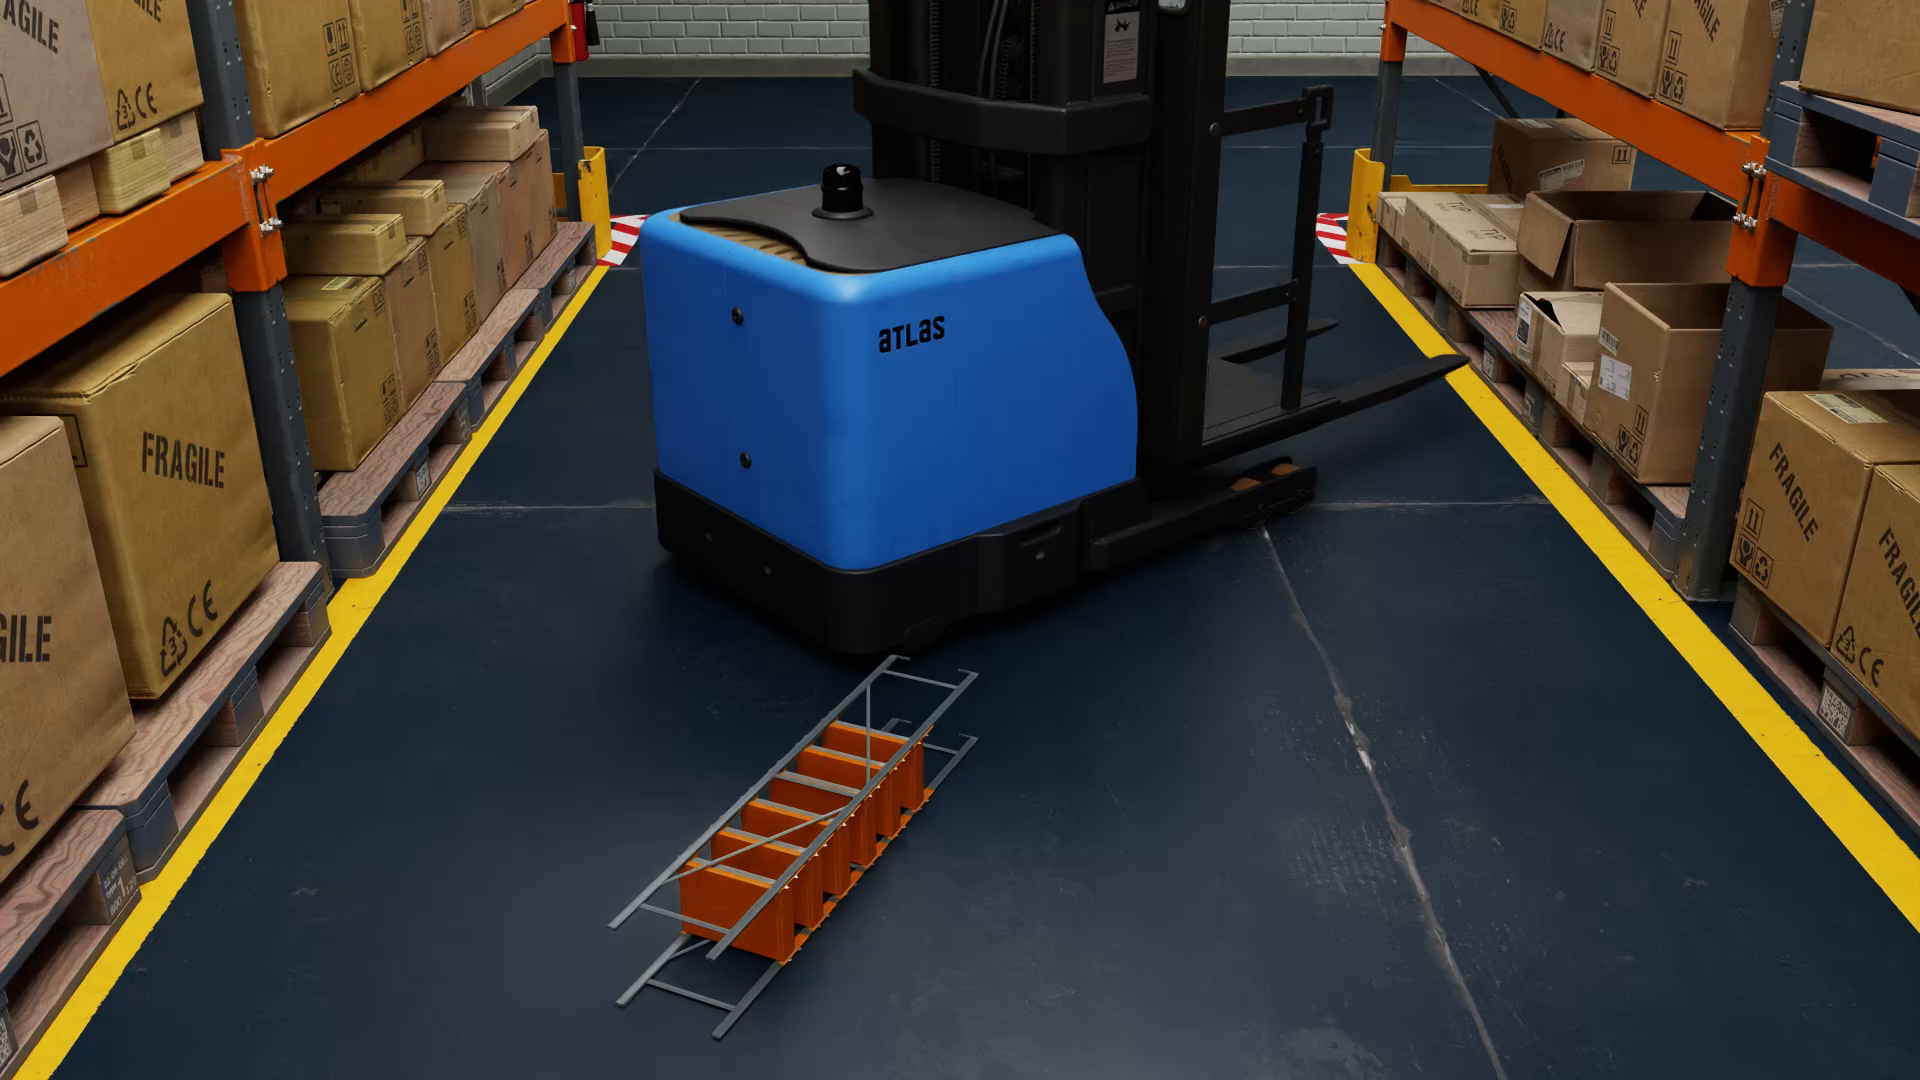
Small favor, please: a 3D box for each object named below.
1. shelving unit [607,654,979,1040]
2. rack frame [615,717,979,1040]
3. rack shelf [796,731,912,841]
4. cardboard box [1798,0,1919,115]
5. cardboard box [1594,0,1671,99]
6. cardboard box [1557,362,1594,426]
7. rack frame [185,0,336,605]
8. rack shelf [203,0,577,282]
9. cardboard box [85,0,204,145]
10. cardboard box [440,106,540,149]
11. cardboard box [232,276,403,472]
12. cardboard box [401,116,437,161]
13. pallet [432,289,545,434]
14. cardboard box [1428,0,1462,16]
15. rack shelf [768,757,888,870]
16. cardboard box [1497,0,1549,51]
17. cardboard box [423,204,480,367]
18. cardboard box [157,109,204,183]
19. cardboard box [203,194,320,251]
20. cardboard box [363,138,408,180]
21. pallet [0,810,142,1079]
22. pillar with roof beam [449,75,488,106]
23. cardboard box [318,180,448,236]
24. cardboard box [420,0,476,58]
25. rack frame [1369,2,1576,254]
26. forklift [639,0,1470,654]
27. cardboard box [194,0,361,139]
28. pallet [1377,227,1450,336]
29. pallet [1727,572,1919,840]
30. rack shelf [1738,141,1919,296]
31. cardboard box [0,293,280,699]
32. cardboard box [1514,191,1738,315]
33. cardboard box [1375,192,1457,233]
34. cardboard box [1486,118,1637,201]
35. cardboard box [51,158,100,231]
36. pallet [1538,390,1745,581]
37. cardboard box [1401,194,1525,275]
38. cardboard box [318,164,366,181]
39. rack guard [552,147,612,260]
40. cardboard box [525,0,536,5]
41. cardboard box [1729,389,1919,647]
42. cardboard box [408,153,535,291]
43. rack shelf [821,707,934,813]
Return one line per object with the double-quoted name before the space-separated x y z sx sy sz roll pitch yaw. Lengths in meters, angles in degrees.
"shelving unit" -0.312 0.616 3.653 0.258 0.189 1.200 11 26 22
"rack frame" -0.312 0.699 3.691 0.240 0.006 1.200 11 26 22
"rack shelf" -0.244 0.554 3.789 0.258 0.180 0.103 11 26 22
"cardboard box" 2.394 -1.246 3.735 0.700 0.500 0.500 -9 26 -18
"cardboard box" 2.344 -1.669 5.178 0.500 0.500 0.500 0 24 1
"cardboard box" 2.259 -0.495 5.630 0.380 0.149 0.250 0 24 -1
"rack frame" -2.341 -1.182 4.223 1.000 3.000 0.127 0 24 -1
"rack shelf" -2.362 -1.678 6.194 1.077 0.370 4.000 0 24 -1
"cardboard box" -2.083 -1.183 3.719 0.500 0.500 0.500 -1 24 -1
"cardboard box" -2.093 -1.838 7.411 0.380 0.149 0.250 -1 24 -1
"cardboard box" -2.246 -0.543 5.334 0.700 0.500 0.500 0 24 0
"cardboard box" -2.471 -1.732 7.176 0.380 0.149 0.250 0 24 0
"pallet" -2.287 -0.729 6.606 1.003 0.211 1.213 0 24 -1
"cardboard box" 2.321 -2.503 7.023 0.500 0.500 0.500 0 24 -1
"rack shelf" -0.294 0.599 3.690 0.258 0.180 0.103 11 26 22
"cardboard box" 2.328 -2.090 6.110 0.500 0.500 0.500 0 24 0
"cardboard box" -2.252 -0.961 6.260 0.700 0.500 0.500 0 24 1
"cardboard box" -2.054 -0.939 3.966 0.380 0.149 0.250 0 24 0
"cardboard box" -2.454 -1.104 5.787 0.380 0.149 0.250 -1 24 -2
"cardboard box" -2.466 -1.524 6.716 0.380 0.149 0.250 0 24 0
"pallet" -2.241 0.910 2.981 1.003 0.211 1.213 0 24 -1
"pillar with roof beam" 1.026 -6.692 9.125 9.100 9.000 0.400 0 24 -1
"cardboard box" -2.073 -1.196 5.990 0.380 0.149 0.250 -1 24 -2
"cardboard box" -2.350 -2.143 5.984 0.980 0.700 0.700 -1 24 -3
"rack frame" 2.569 -2.854 7.920 1.000 3.000 0.127 0 24 -1
"forklift" 0.535 -1.515 5.042 3.031 2.935 1.130 -19 31 -36
"cardboard box" -2.330 -1.542 4.656 0.980 0.700 0.700 0 24 0
"pallet" 2.580 -1.223 7.699 1.003 0.211 1.213 0 24 -1
"pallet" 2.660 0.400 4.110 1.003 0.211 1.213 0 24 -1
"rack shelf" 2.635 -0.054 2.602 1.077 0.370 4.000 0 24 -1
"cardboard box" -2.203 -0.127 3.989 0.750 0.750 0.750 0 24 0
"cardboard box" 2.587 -1.043 6.411 0.797 0.503 0.637 0 24 -1
"cardboard box" 2.230 -1.581 8.032 0.380 0.149 0.250 0 24 -1
"cardboard box" 2.821 -1.693 7.852 0.500 0.500 0.500 0 24 -1
"cardboard box" -2.070 -0.728 3.500 0.380 0.149 0.250 0 24 1
"pallet" 2.606 -0.218 5.476 1.003 0.211 1.213 0 24 -1
"cardboard box" 2.297 -1.370 7.442 0.500 0.250 0.500 0 24 -1
"cardboard box" -2.460 -1.314 6.252 0.380 0.149 0.250 -1 24 -2
"rack guard" -2.384 -1.701 8.405 1.175 0.500 0.348 0 24 -1
"cardboard box" -2.369 -2.757 7.341 0.980 0.700 0.700 1 24 2
"cardboard box" 2.374 -0.067 4.257 0.500 0.500 0.500 -1 24 -3
"cardboard box" -2.271 -1.388 7.204 0.700 0.500 0.500 0 24 -1
"rack shelf" -0.194 0.509 3.889 0.258 0.180 0.103 11 26 22
